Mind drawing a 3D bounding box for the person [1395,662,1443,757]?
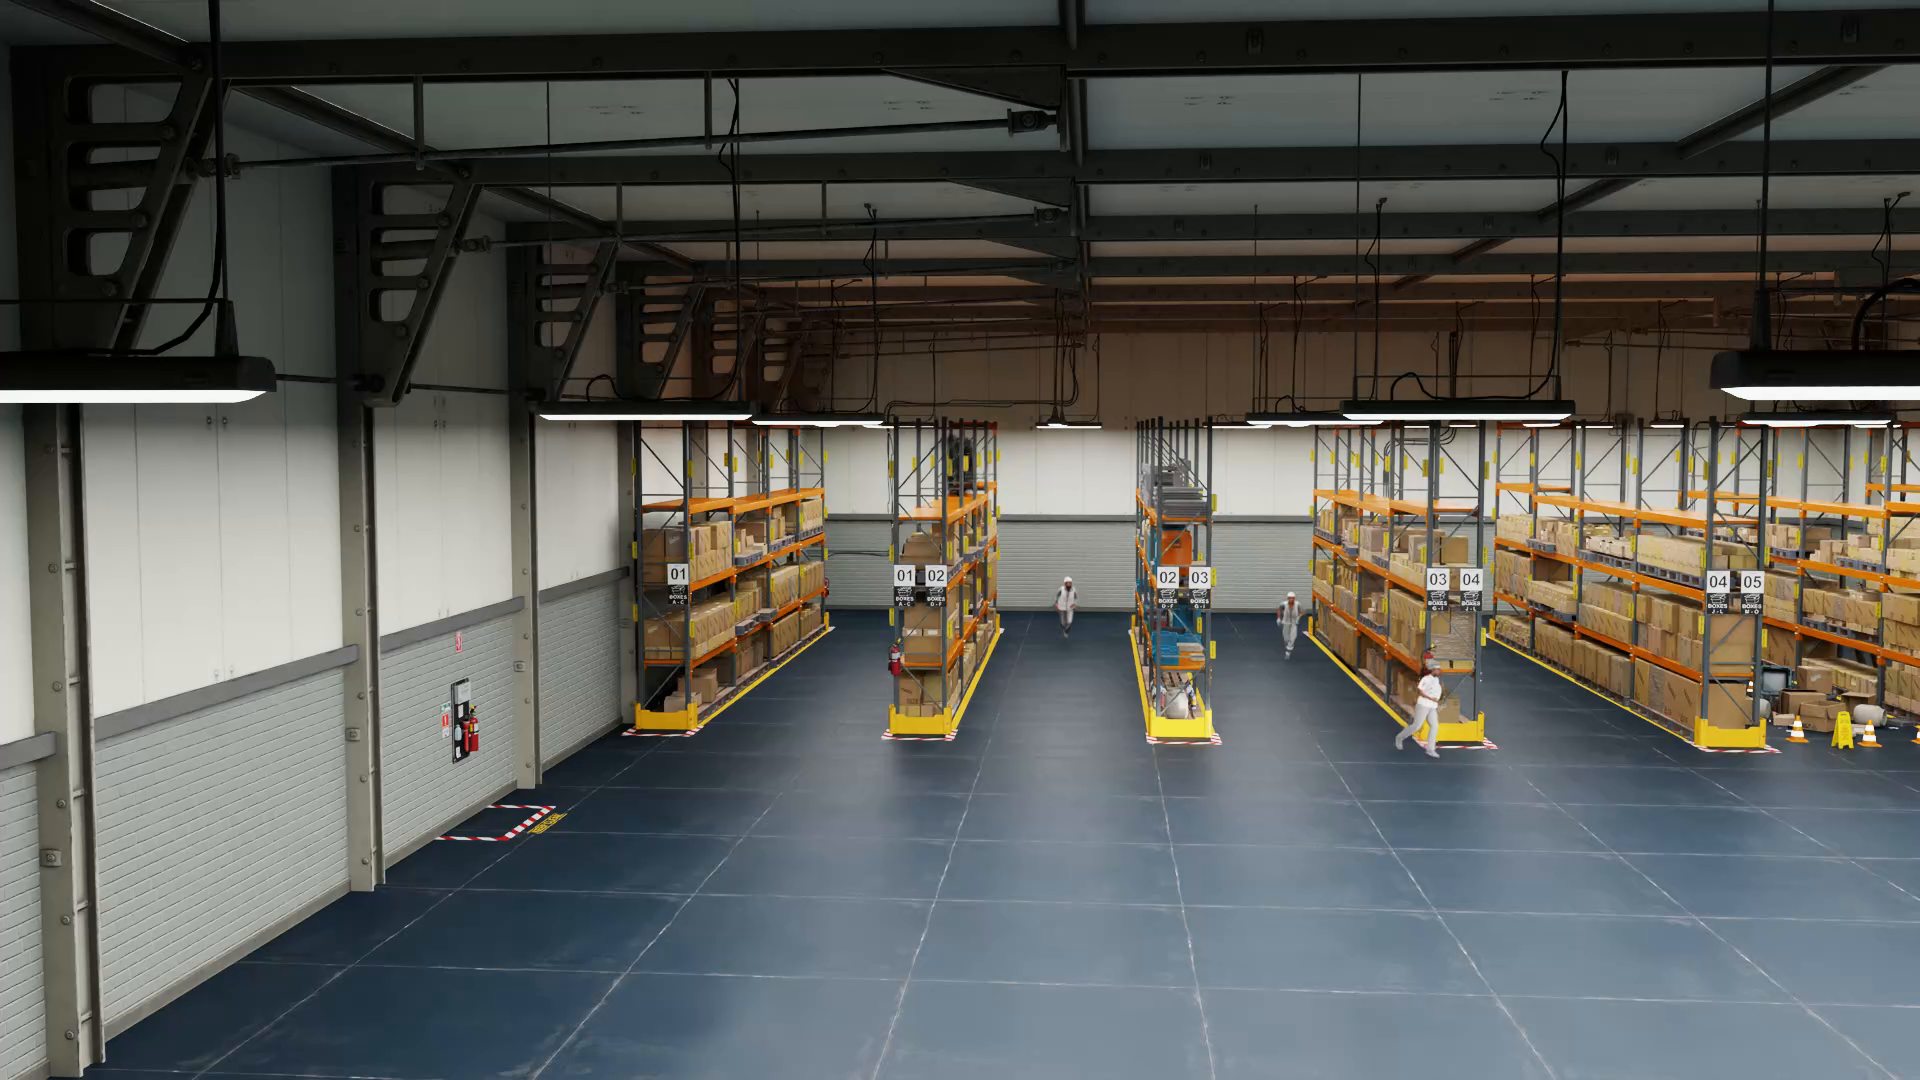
[{"bbox_3d":[8.281,2.977,29.596,0.667,1.621,0.948,-3,5,-39],"label":"person"}]

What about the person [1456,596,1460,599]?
[{"bbox_3d":[13.570,2.004,45.014,0.590,1.624,0.990,0,4,-7],"label":"person"}]

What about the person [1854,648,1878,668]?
[{"bbox_3d":[21.190,2.302,38.837,0.725,1.798,0.950,1,4,8],"label":"person"}]

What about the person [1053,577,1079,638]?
[{"bbox_3d":[2.821,1.774,44.080,0.688,1.618,0.705,0,4,2],"label":"person"}]

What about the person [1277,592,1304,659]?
[{"bbox_3d":[8.323,2.149,41.934,0.654,1.711,0.769,0,4,4],"label":"person"}]
